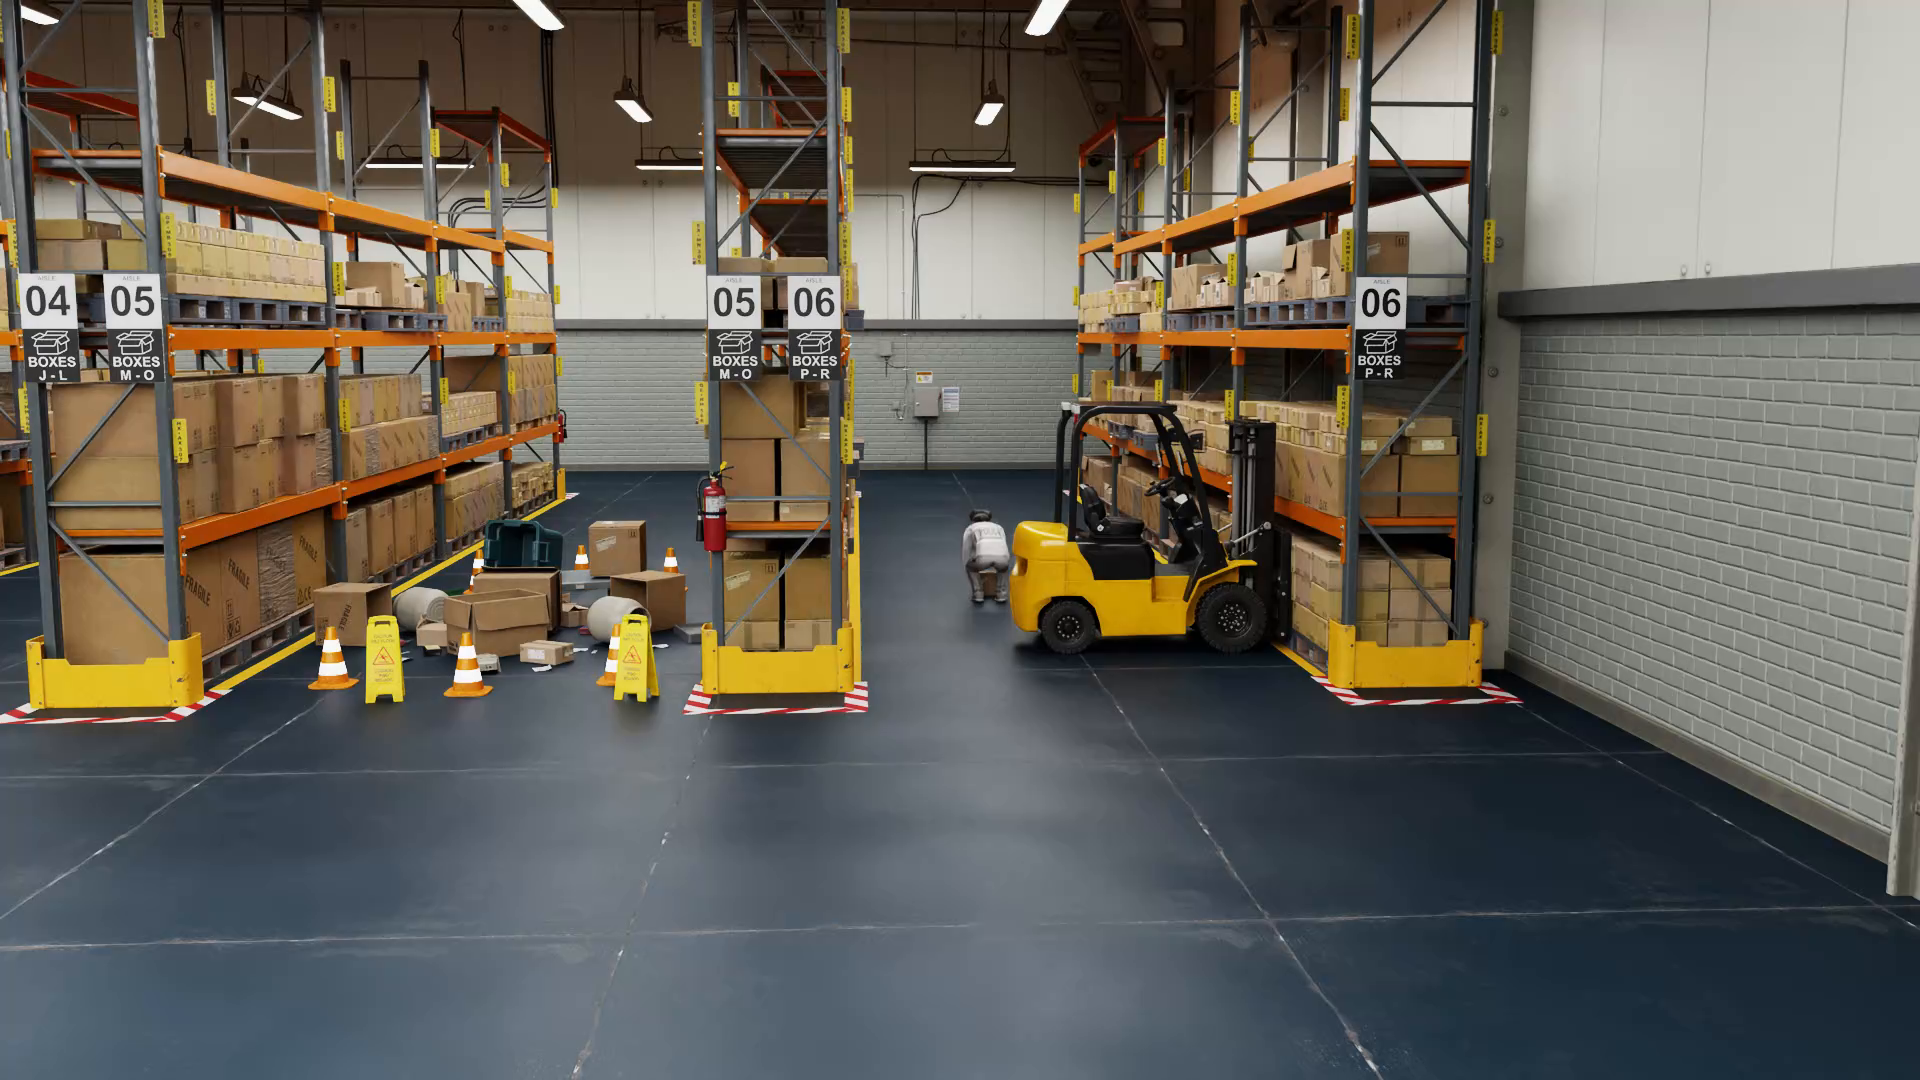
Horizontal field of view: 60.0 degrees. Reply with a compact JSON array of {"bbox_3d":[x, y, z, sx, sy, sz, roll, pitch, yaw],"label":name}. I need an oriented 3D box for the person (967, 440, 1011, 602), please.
[{"bbox_3d":[0.304,-0.203,17.320,0.459,1.686,0.560,0,7,-3],"label":"person"}]
